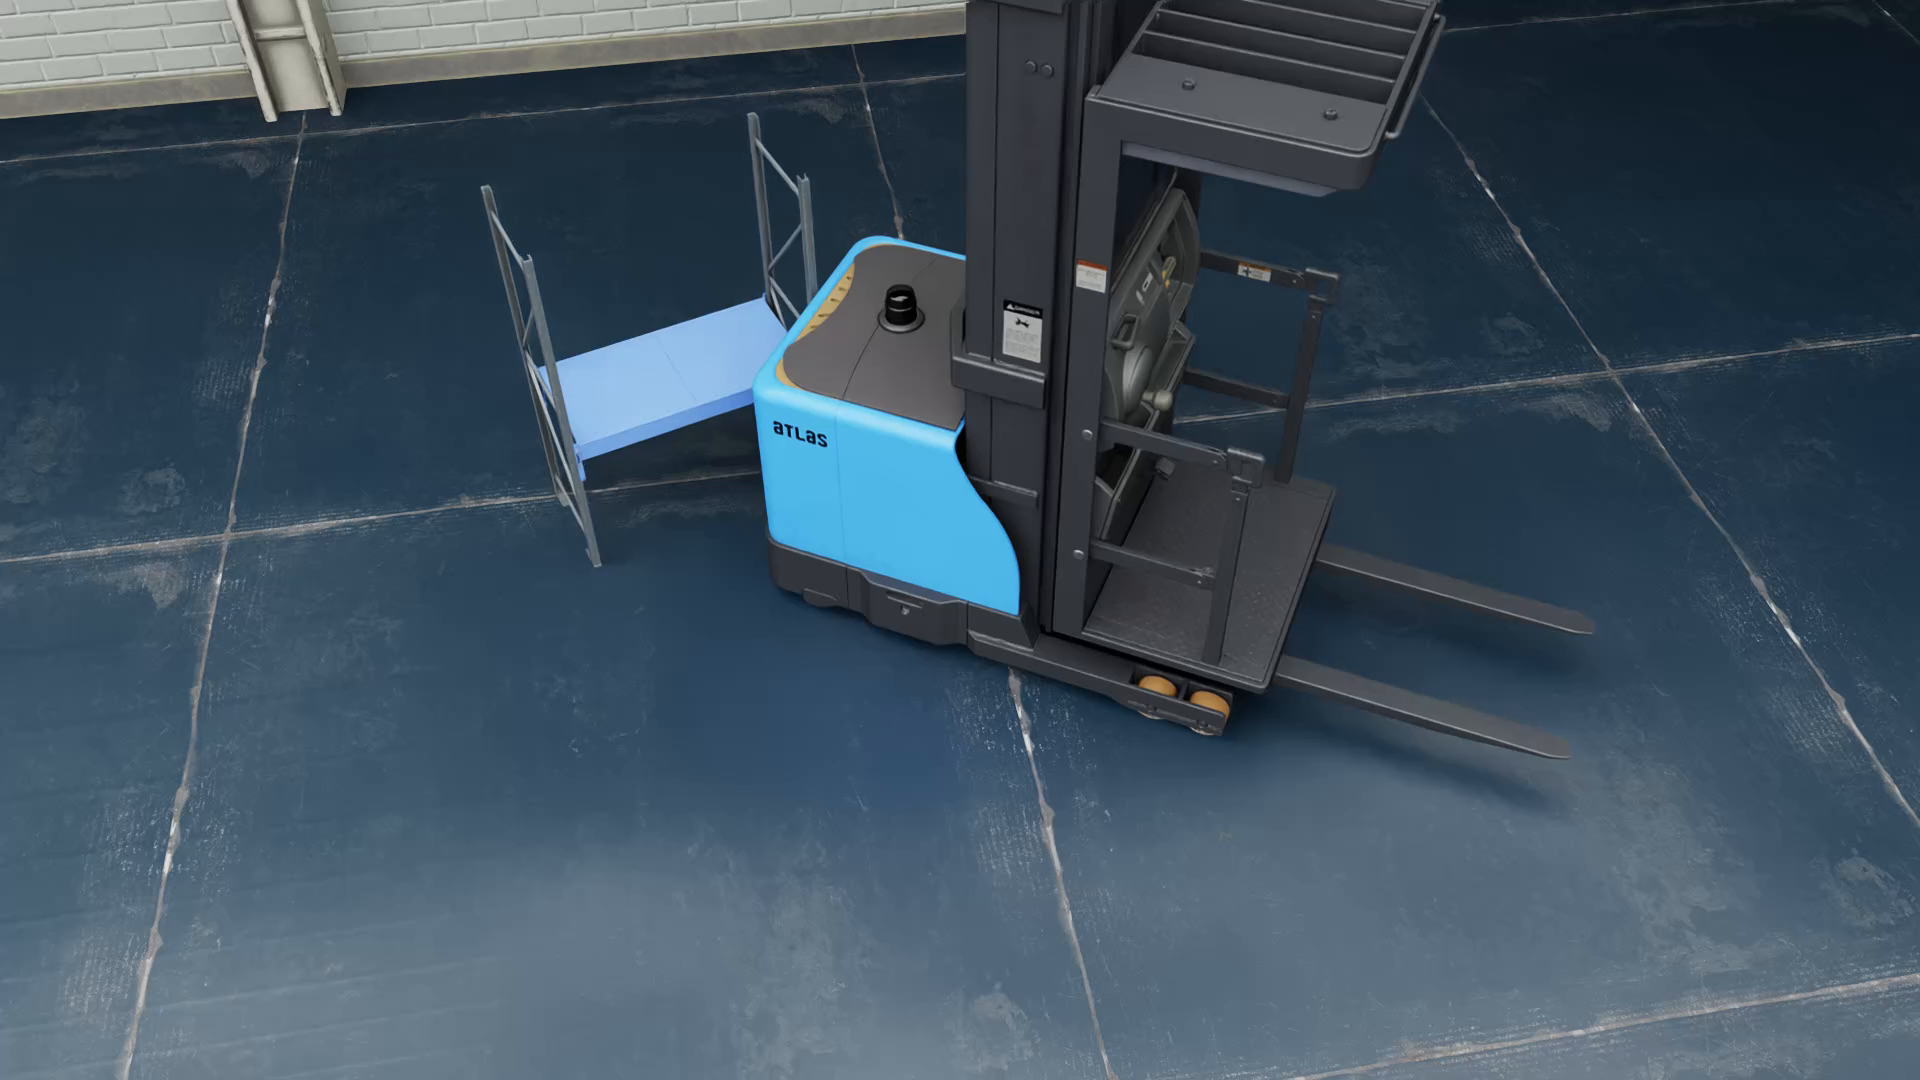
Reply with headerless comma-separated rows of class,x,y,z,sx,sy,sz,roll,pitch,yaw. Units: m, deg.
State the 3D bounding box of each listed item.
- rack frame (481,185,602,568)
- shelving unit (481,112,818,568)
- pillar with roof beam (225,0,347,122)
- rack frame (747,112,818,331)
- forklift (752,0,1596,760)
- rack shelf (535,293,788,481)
rack frame,-1.562,-0.571,6.259,0.032,1.500,0.500,-21,50,-19
shelving unit,-1.113,-0.743,6.424,1.048,1.500,0.538,-21,50,-19
pillar with roof beam,-2.815,-2.442,2.854,0.400,9.000,9.100,-7,46,-7
rack frame,-0.664,-0.914,6.589,0.032,1.500,0.500,-21,50,-19
forklift,0.823,-0.743,5.431,3.031,2.935,1.130,16,48,15
rack shelf,-1.113,-0.618,6.554,1.000,0.185,0.538,-21,50,-19
